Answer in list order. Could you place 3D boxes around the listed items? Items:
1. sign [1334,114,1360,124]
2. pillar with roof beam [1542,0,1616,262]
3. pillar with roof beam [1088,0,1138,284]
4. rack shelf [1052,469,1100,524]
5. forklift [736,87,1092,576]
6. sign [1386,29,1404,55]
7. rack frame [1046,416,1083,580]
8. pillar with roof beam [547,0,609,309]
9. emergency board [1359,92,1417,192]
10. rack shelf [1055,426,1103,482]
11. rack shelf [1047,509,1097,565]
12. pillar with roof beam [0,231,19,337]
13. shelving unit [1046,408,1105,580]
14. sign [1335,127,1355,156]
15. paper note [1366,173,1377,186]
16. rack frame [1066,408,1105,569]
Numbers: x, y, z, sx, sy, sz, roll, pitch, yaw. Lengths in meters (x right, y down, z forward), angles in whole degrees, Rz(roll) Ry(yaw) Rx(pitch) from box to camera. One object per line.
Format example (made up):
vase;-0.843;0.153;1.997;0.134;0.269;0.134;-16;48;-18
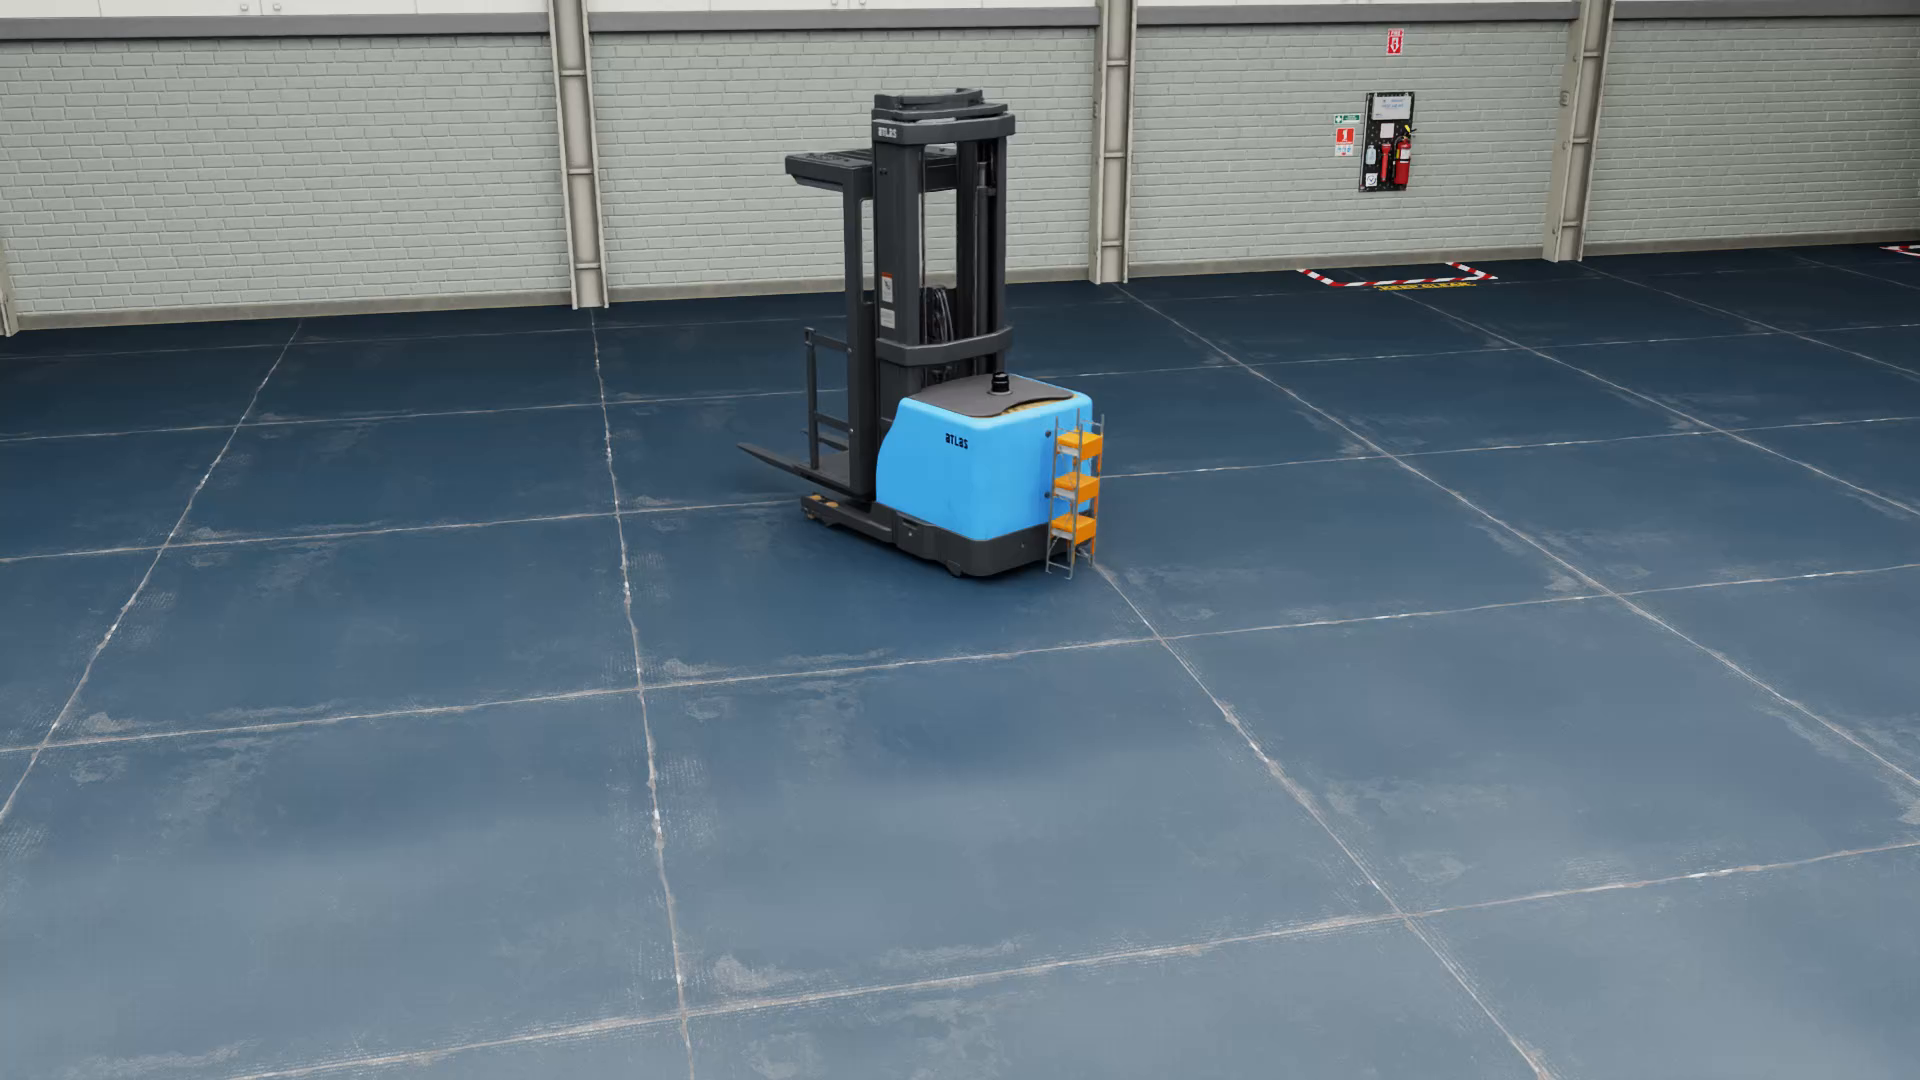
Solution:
sign;4.621;-5.023;19.844;0.331;0.109;0.001;-5;21;-12
pillar with roof beam;8.580;-6.328;15.507;0.400;9.000;9.100;-5;21;-12
pillar with roof beam;2.741;-5.853;14.211;0.400;9.000;9.100;-5;21;-12
rack shelf;0.728;-0.279;10.565;0.215;0.259;0.240;18;26;33
forklift;-0.467;-1.577;11.358;1.130;2.935;3.031;-16;26;-38
sign;5.145;-5.891;19.664;0.199;0.298;0.001;-5;21;-12
rack frame;0.655;-0.255;10.469;0.200;1.050;0.008;18;26;33
pillar with roof beam;-3.098;-5.378;12.914;0.400;9.000;9.100;-5;21;-12
emergency board;5.176;-4.769;19.974;0.643;1.169;0.194;-5;21;-12
rack shelf;0.739;-0.542;10.459;0.215;0.259;0.240;18;26;33
rack shelf;0.716;-0.022;10.669;0.215;0.259;0.240;18;26;33
pillar with roof beam;-8.937;-4.903;11.618;0.400;9.000;9.100;-5;21;-12
shelving unit;0.728;-0.289;10.561;0.215;1.050;0.252;18;26;33
sign;4.614;-4.777;19.942;0.234;0.329;0.001;-5;21;-12
paper note;4.988;-4.365;20.150;0.142;0.148;0.016;-5;21;-12
rack frame;0.801;-0.323;10.653;0.200;1.050;0.008;18;26;33
